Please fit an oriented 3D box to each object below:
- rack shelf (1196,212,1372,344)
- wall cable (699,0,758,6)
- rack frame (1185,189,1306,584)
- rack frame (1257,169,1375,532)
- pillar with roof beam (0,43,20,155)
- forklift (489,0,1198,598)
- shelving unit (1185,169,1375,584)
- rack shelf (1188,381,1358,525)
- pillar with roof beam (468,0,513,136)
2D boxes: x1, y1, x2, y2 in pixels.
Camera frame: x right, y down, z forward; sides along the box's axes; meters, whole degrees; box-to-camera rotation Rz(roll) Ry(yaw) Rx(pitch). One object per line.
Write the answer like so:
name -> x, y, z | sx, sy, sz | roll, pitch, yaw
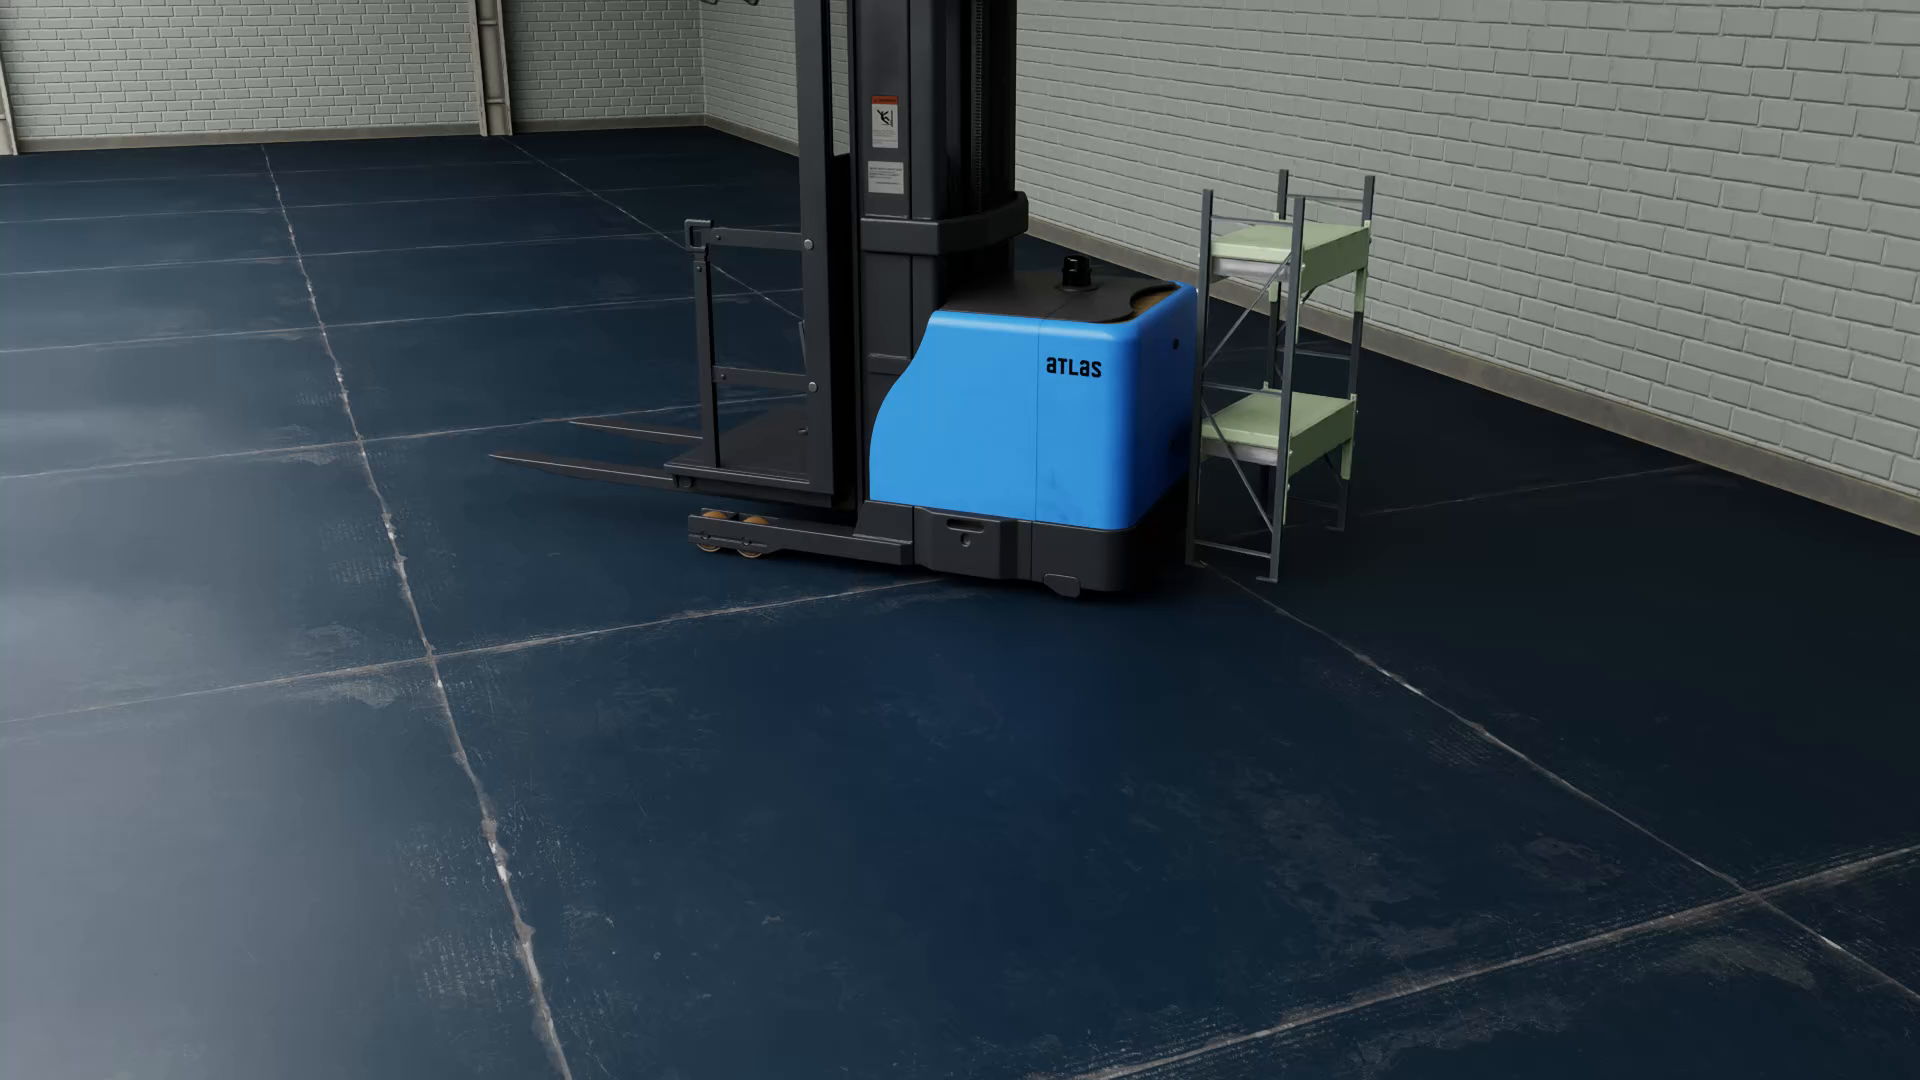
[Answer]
rack shelf -> 1.284, -1.045, 6.557 | 0.431, 0.370, 0.720 | 12, 23, 31
wall cable -> -3.135, -8.332, 21.812 | 0.112, 2.526, 3.097 | -8, 21, -22
rack frame -> 1.085, -0.575, 6.397 | 0.400, 1.500, 0.023 | 12, 23, 31
rack frame -> 1.482, -0.779, 6.977 | 0.400, 1.500, 0.023 | 12, 23, 31
pillar with roof beam -> -10.168, -7.711, 15.371 | 0.400, 9.000, 9.100 | -8, 21, -22
forklift -> -0.579, -1.461, 6.759 | 3.031, 2.935, 1.130 | 8, 21, 21
shelving unit -> 1.284, -0.677, 6.687 | 0.431, 1.500, 0.755 | 12, 23, 31
rack shelf -> 1.284, -0.370, 6.795 | 0.431, 0.370, 0.720 | 12, 23, 31
pillar with roof beam -> -4.659, -8.500, 17.613 | 0.400, 9.000, 9.100 | -8, 21, -22
